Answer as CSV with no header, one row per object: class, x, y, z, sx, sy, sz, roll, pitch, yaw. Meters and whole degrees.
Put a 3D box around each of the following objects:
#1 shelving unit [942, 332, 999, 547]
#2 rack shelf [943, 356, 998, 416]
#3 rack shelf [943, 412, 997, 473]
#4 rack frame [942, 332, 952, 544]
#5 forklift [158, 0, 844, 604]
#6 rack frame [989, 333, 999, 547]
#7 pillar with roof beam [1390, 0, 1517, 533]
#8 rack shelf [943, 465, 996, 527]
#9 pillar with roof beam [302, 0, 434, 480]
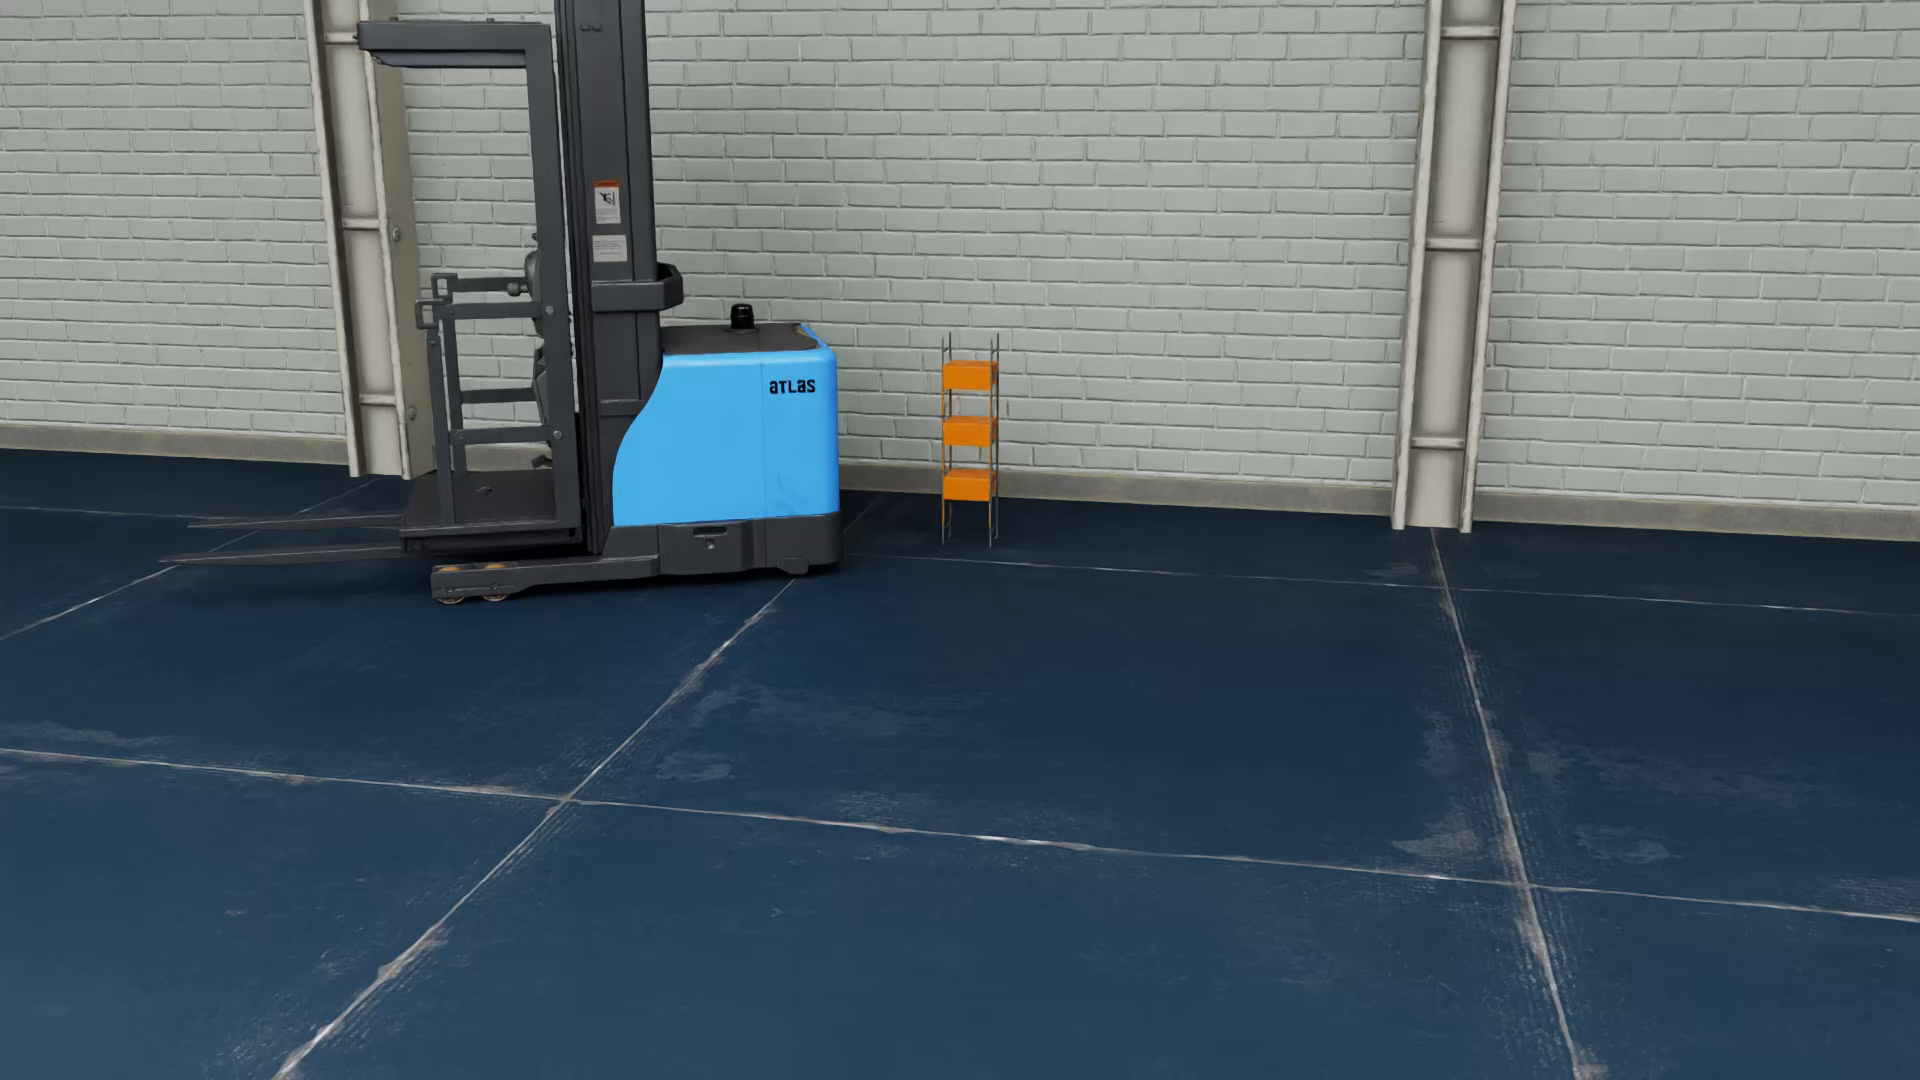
shelving unit,0.052,-0.503,8.342,0.252,1.050,0.215,3,16,11
rack shelf,0.052,-0.766,8.269,0.240,0.259,0.215,3,16,11
rack shelf,0.052,-0.493,8.344,0.240,0.259,0.215,3,16,11
rack frame,-0.067,-0.510,8.365,0.008,1.050,0.200,3,16,11
forklift,-2.128,-1.280,7.623,3.031,2.935,1.130,-4,16,-13
rack frame,0.172,-0.497,8.318,0.008,1.050,0.200,3,16,11
pillar with roof beam,1.630,-3.297,3.539,0.400,9.000,9.100,3,16,11
rack shelf,0.052,-0.225,8.419,0.240,0.259,0.215,3,16,11
pillar with roof beam,-4.249,-3.617,4.691,0.400,9.000,9.100,3,16,11
